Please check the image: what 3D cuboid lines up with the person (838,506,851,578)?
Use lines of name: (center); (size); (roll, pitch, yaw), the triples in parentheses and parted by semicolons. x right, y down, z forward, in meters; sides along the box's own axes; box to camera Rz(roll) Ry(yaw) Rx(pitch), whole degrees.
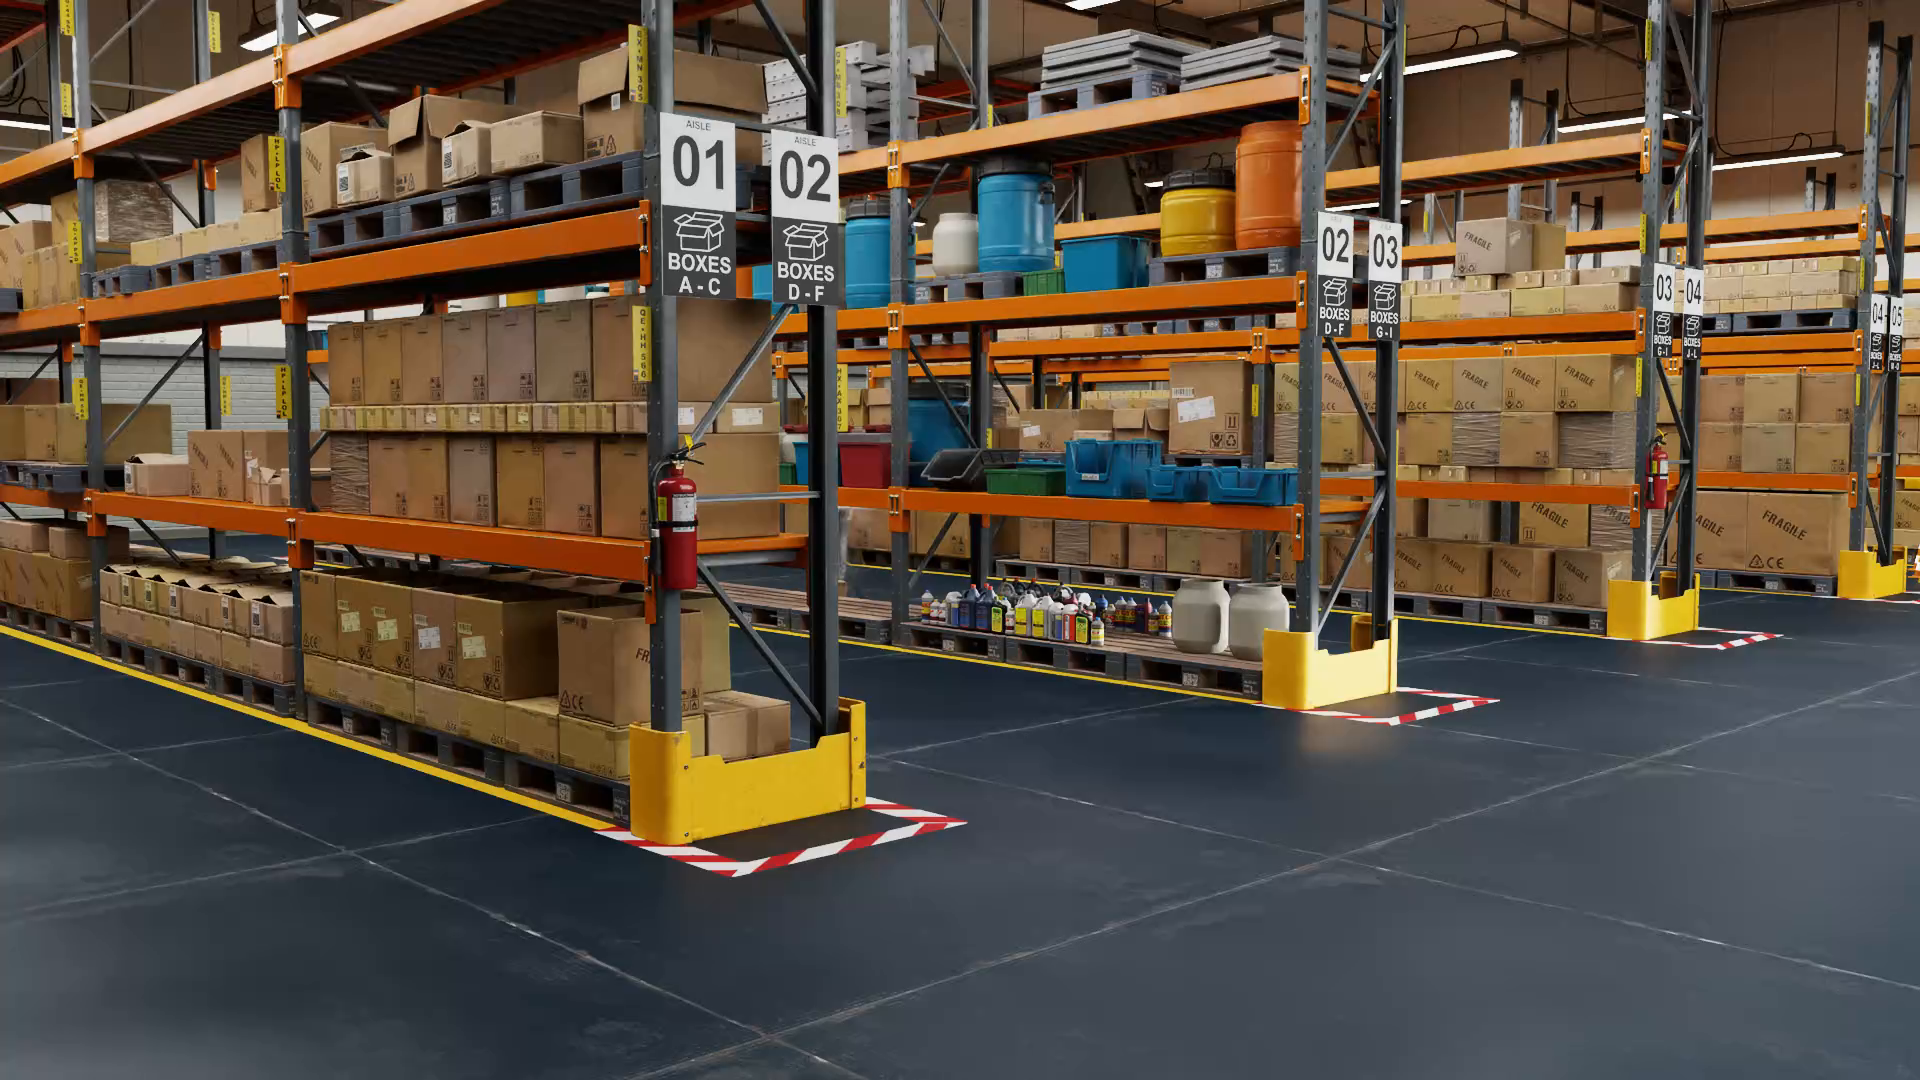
person: (-1.488, -0.384, 19.665); (0.485, 1.676, 0.843); (-1, 4, -10)
